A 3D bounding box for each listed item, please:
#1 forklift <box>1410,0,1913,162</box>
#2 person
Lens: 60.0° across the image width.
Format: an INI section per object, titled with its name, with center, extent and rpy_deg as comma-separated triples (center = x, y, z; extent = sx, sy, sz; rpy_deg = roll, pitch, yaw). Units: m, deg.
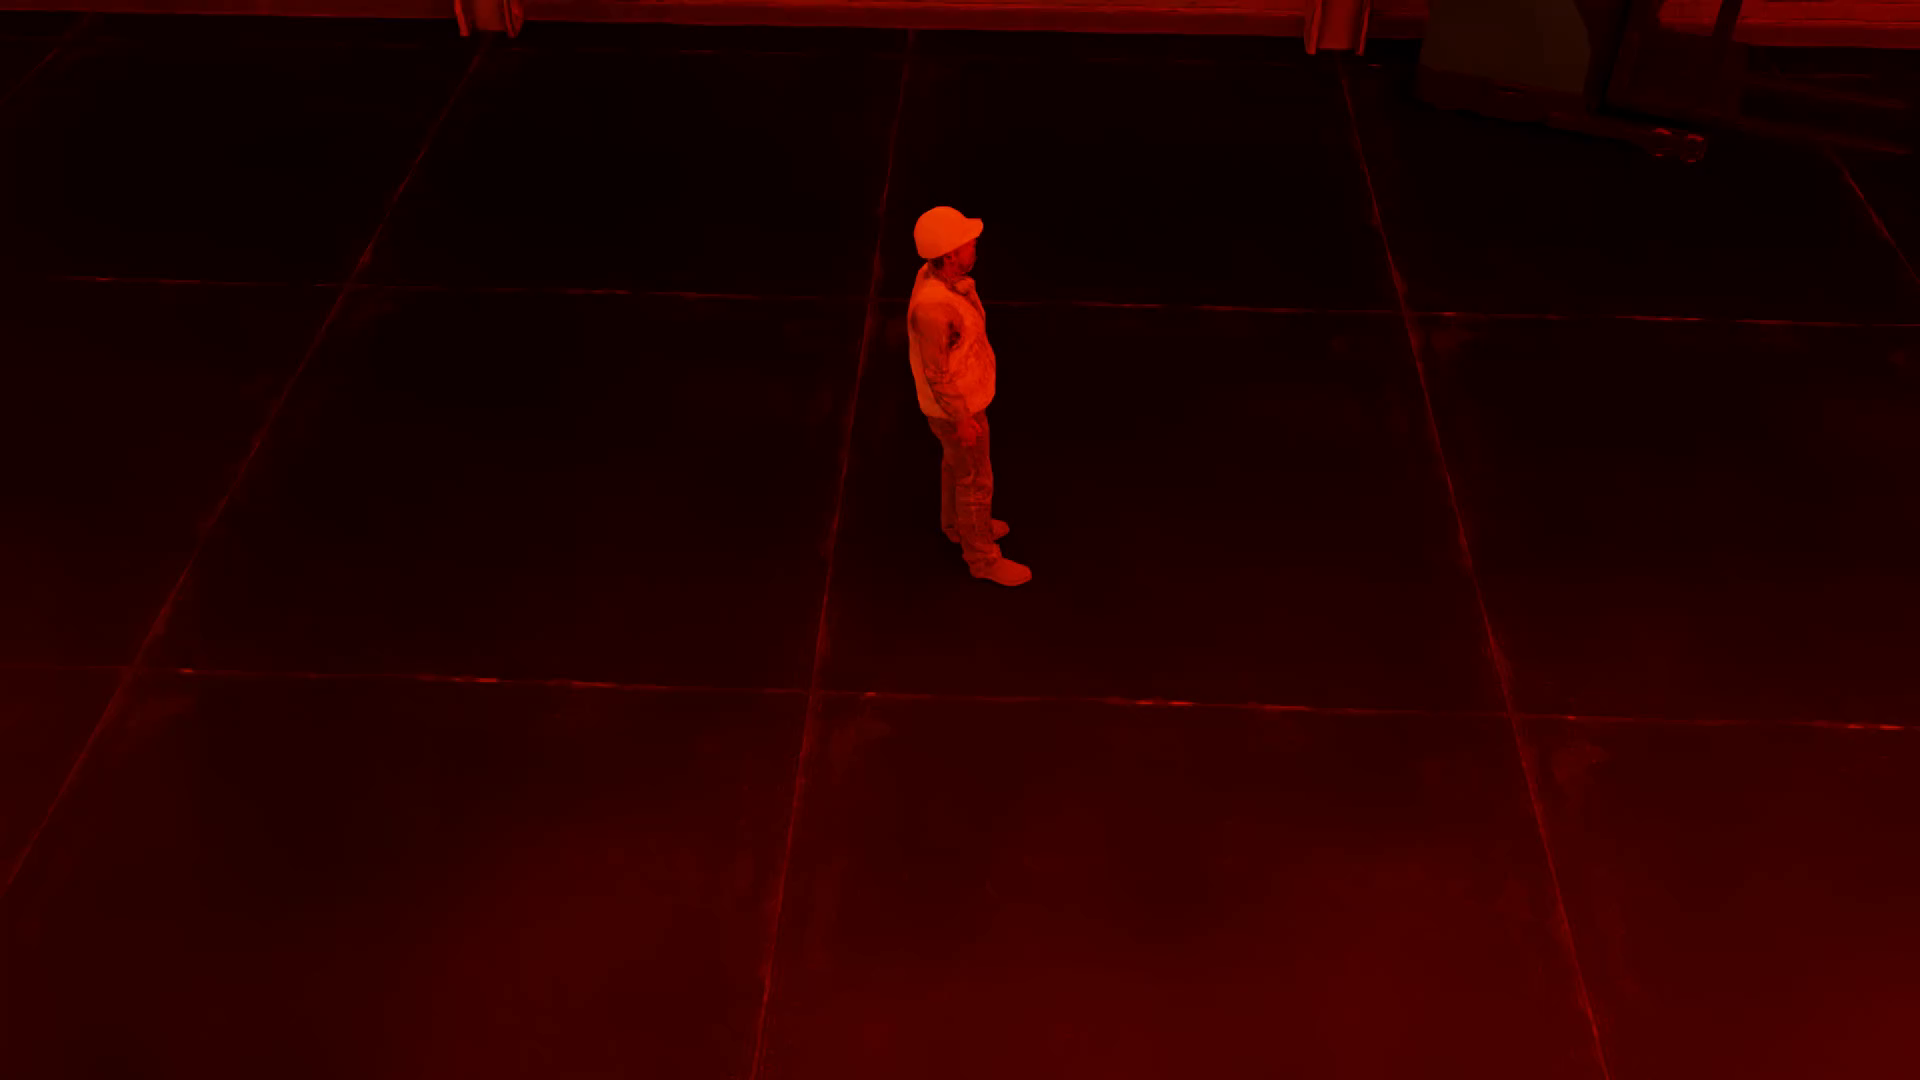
[forklift]
center = 4.562, -3.886, 10.000
extent = 3.031, 2.935, 1.130
rpy_deg = 16, 45, 16
[person]
center = 0.062, -0.651, 7.307
extent = 0.567, 1.768, 0.632
rpy_deg = 2, 42, 2
